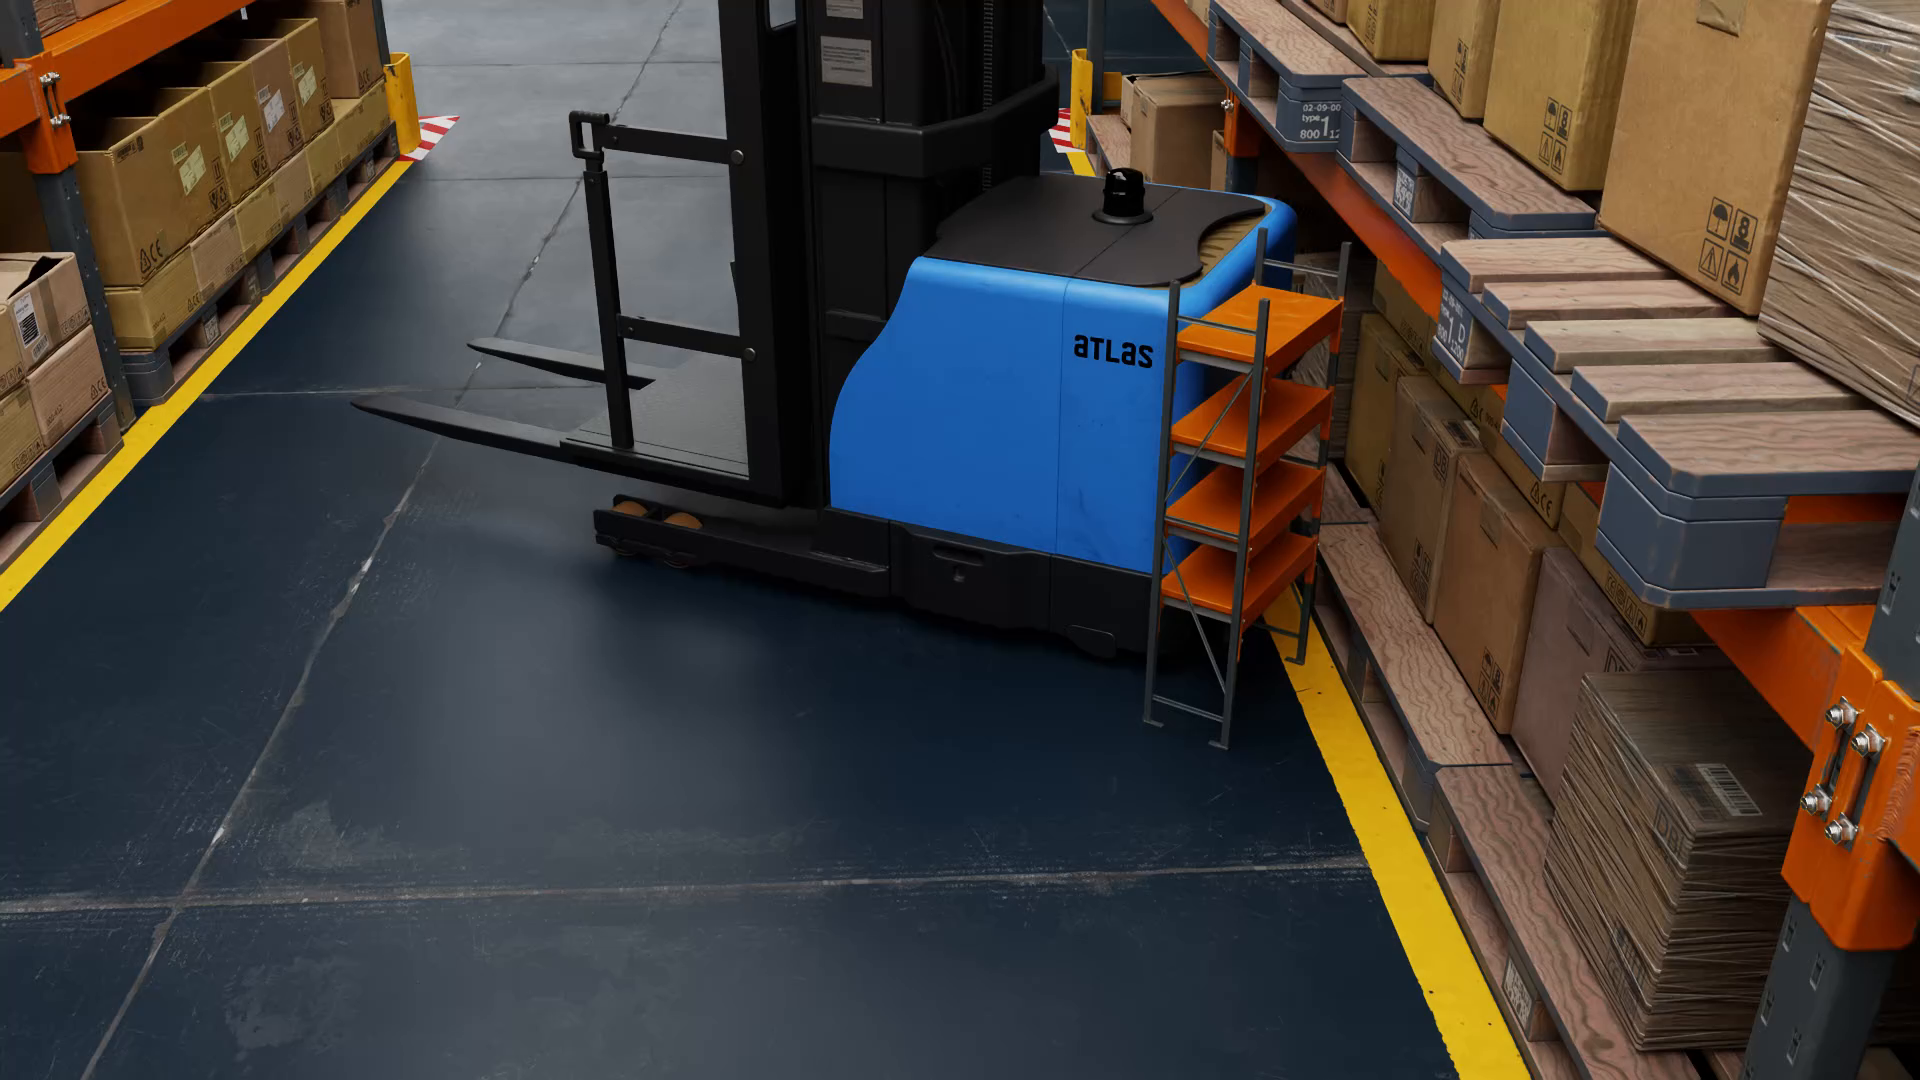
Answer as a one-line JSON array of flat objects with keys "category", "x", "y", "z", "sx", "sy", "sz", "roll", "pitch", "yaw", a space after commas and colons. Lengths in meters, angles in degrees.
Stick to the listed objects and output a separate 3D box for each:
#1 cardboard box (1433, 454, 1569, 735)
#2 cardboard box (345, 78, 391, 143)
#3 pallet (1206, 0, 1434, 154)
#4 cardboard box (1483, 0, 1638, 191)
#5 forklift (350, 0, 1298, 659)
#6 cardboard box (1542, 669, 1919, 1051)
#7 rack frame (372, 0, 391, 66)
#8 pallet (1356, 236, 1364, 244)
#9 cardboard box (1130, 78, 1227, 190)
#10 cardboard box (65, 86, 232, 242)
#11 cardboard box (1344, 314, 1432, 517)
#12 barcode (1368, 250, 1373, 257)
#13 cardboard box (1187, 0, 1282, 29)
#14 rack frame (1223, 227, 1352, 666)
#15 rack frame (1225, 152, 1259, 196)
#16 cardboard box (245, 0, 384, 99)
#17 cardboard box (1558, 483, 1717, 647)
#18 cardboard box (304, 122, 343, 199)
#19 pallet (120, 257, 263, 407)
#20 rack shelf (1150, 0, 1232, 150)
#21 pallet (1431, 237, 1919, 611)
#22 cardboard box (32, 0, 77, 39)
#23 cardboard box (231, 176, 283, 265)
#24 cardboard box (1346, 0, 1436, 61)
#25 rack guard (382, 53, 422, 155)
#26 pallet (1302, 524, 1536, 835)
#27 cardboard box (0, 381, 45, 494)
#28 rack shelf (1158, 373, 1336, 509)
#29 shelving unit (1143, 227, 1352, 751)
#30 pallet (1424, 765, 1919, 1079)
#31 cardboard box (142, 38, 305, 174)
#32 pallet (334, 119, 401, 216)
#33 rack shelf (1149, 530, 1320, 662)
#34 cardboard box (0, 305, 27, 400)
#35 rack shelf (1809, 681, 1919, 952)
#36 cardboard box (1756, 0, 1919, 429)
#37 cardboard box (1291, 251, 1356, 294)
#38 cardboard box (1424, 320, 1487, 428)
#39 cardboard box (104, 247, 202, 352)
[{"category": "cardboard box", "x": 1.595, "y": 0.113, "z": 4.016, "sx": 0.700, "sy": 0.500, "sz": 0.500, "roll": -2, "pitch": 28, "yaw": -3}, {"category": "cardboard box", "x": -3.392, "y": -2.299, "z": 8.933, "sx": 0.500, "sy": 0.250, "sz": 0.500, "roll": -1, "pitch": 28, "yaw": -3}, {"category": "pallet", "x": 1.335, "y": -1.405, "z": 4.908, "sx": 1.003, "sy": 0.211, "sz": 1.213, "roll": -1, "pitch": 28, "yaw": -3}, {"category": "cardboard box", "x": 1.528, "y": -1.030, "z": 3.398, "sx": 0.700, "sy": 0.500, "sz": 0.500, "roll": -1, "pitch": 28, "yaw": -3}, {"category": "forklift", "x": -0.568, "y": -1.420, "z": 4.803, "sx": 3.031, "sy": 2.935, "sz": 1.130, "roll": 12, "pitch": 30, "yaw": 22}, {"category": "cardboard box", "x": 1.560, "y": 0.583, "z": 3.116, "sx": 0.700, "sy": 0.500, "sz": 0.500, "roll": -1, "pitch": 28, "yaw": -2}, {"category": "rack frame", "x": -3.715, "y": -3.572, "z": 8.856, "sx": 1.000, "sy": 3.000, "sz": 0.127, "roll": -1, "pitch": 28, "yaw": -3}, {"category": "pallet", "x": 1.304, "y": -1.484, "z": 7.867, "sx": 1.003, "sy": 0.211, "sz": 1.213, "roll": -1, "pitch": 28, "yaw": -3}, {"category": "cardboard box", "x": 1.196, "y": -1.855, "z": 7.791, "sx": 0.700, "sy": 0.500, "sz": 0.500, "roll": -3, "pitch": 28, "yaw": -6}, {"category": "cardboard box", "x": -3.252, "y": -1.477, "z": 6.547, "sx": 0.500, "sy": 0.500, "sz": 0.500, "roll": -1, "pitch": 28, "yaw": -3}, {"category": "cardboard box", "x": 1.573, "y": -0.356, "z": 4.917, "sx": 0.700, "sy": 0.500, "sz": 0.500, "roll": -2, "pitch": 28, "yaw": -4}, {"category": "barcode", "x": 1.696, "y": -1.209, "z": 6.854, "sx": 0.001, "sy": 0.075, "sz": 0.075, "roll": -1, "pitch": 28, "yaw": -3}, {"category": "cardboard box", "x": 1.113, "y": -2.000, "z": 5.982, "sx": 0.500, "sy": 0.250, "sz": 0.500, "roll": -1, "pitch": 28, "yaw": -3}, {"category": "rack frame", "x": 0.848, "y": -0.218, "z": 4.370, "sx": 0.240, "sy": 1.200, "sz": 0.015, "roll": 17, "pitch": 32, "yaw": 29}, {"category": "rack frame", "x": 1.441, "y": -1.846, "z": 5.547, "sx": 1.000, "sy": 3.000, "sz": 0.127, "roll": -1, "pitch": 28, "yaw": -3}, {"category": "cardboard box", "x": -3.390, "y": -2.631, "z": 8.760, "sx": 0.500, "sy": 0.500, "sz": 0.500, "roll": -1, "pitch": 28, "yaw": -3}, {"category": "cardboard box", "x": 1.593, "y": -0.014, "z": 3.450, "sx": 0.500, "sy": 0.250, "sz": 0.500, "roll": -1, "pitch": 28, "yaw": -2}, {"category": "cardboard box", "x": -3.326, "y": -1.837, "z": 8.049, "sx": 0.500, "sy": 0.250, "sz": 0.500, "roll": -1, "pitch": 28, "yaw": -3}, {"category": "pallet", "x": -3.506, "y": -0.857, "z": 6.665, "sx": 1.003, "sy": 0.211, "sz": 1.213, "roll": -1, "pitch": 28, "yaw": -3}, {"category": "rack shelf", "x": 1.336, "y": -2.451, "z": 7.484, "sx": 1.077, "sy": 0.370, "sz": 4.000, "roll": -1, "pitch": 28, "yaw": -3}, {"category": "pallet", "x": 1.506, "y": -0.241, "z": 2.675, "sx": 1.213, "sy": 0.211, "sz": 1.003, "roll": -1, "pitch": 28, "yaw": -3}, {"category": "cardboard box", "x": -3.535, "y": -1.974, "z": 5.683, "sx": 0.700, "sy": 0.500, "sz": 0.500, "roll": -2, "pitch": 28, "yaw": -4}, {"category": "cardboard box", "x": -3.269, "y": -1.376, "z": 7.163, "sx": 0.500, "sy": 0.250, "sz": 0.500, "roll": -1, "pitch": 28, "yaw": -3}, {"category": "cardboard box", "x": 1.455, "y": -1.592, "z": 4.474, "sx": 0.700, "sy": 0.500, "sz": 0.500, "roll": 1, "pitch": 28, "yaw": 3}, {"category": "rack guard", "x": -3.716, "y": -2.475, "z": 9.455, "sx": 1.175, "sy": 0.500, "sz": 0.348, "roll": -1, "pitch": 28, "yaw": -3}, {"category": "pallet", "x": 1.550, "y": 0.314, "z": 4.419, "sx": 1.003, "sy": 0.211, "sz": 1.213, "roll": -1, "pitch": 28, "yaw": -3}, {"category": "cardboard box", "x": -3.170, "y": -0.274, "z": 5.051, "sx": 0.500, "sy": 0.250, "sz": 0.500, "roll": -2, "pitch": 28, "yaw": -3}, {"category": "rack shelf", "x": 0.715, "y": -0.262, "z": 4.116, "sx": 0.258, "sy": 0.148, "sz": 0.480, "roll": 17, "pitch": 32, "yaw": 29}, {"category": "shelving unit", "x": 0.715, "y": -0.123, "z": 4.188, "sx": 0.258, "sy": 1.200, "sz": 0.503, "roll": 17, "pitch": 32, "yaw": 29}, {"category": "pallet", "x": 1.610, "y": 0.876, "z": 3.342, "sx": 1.003, "sy": 0.211, "sz": 1.213, "roll": -1, "pitch": 28, "yaw": -3}, {"category": "cardboard box", "x": -3.298, "y": -1.939, "z": 7.432, "sx": 0.500, "sy": 0.500, "sz": 0.500, "roll": -1, "pitch": 28, "yaw": -3}, {"category": "pallet", "x": -3.633, "y": -1.984, "z": 8.825, "sx": 1.003, "sy": 0.211, "sz": 1.213, "roll": -1, "pitch": 28, "yaw": -3}, {"category": "rack shelf", "x": 0.715, "y": 0.113, "z": 4.311, "sx": 0.258, "sy": 0.148, "sz": 0.480, "roll": 17, "pitch": 32, "yaw": 29}, {"category": "cardboard box", "x": -3.165, "y": -0.521, "z": 4.917, "sx": 0.500, "sy": 0.311, "sz": 0.500, "roll": -1, "pitch": 28, "yaw": -1}, {"category": "rack shelf", "x": 1.754, "y": 1.243, "z": 0.400, "sx": 1.077, "sy": 0.370, "sz": 4.000, "roll": -1, "pitch": 28, "yaw": -3}, {"category": "cardboard box", "x": 1.615, "y": -0.455, "z": 2.296, "sx": 0.700, "sy": 0.500, "sz": 0.500, "roll": -5, "pitch": 28, "yaw": -9}, {"category": "cardboard box", "x": 1.383, "y": -1.032, "z": 6.572, "sx": 0.380, "sy": 0.166, "sz": 0.250, "roll": -5, "pitch": 28, "yaw": -9}, {"category": "cardboard box", "x": 1.553, "y": -0.483, "z": 4.348, "sx": 0.500, "sy": 0.250, "sz": 0.500, "roll": -2, "pitch": 28, "yaw": -4}, {"category": "cardboard box", "x": -3.227, "y": -0.914, "z": 6.277, "sx": 0.500, "sy": 0.250, "sz": 0.500, "roll": -1, "pitch": 28, "yaw": -3}]
